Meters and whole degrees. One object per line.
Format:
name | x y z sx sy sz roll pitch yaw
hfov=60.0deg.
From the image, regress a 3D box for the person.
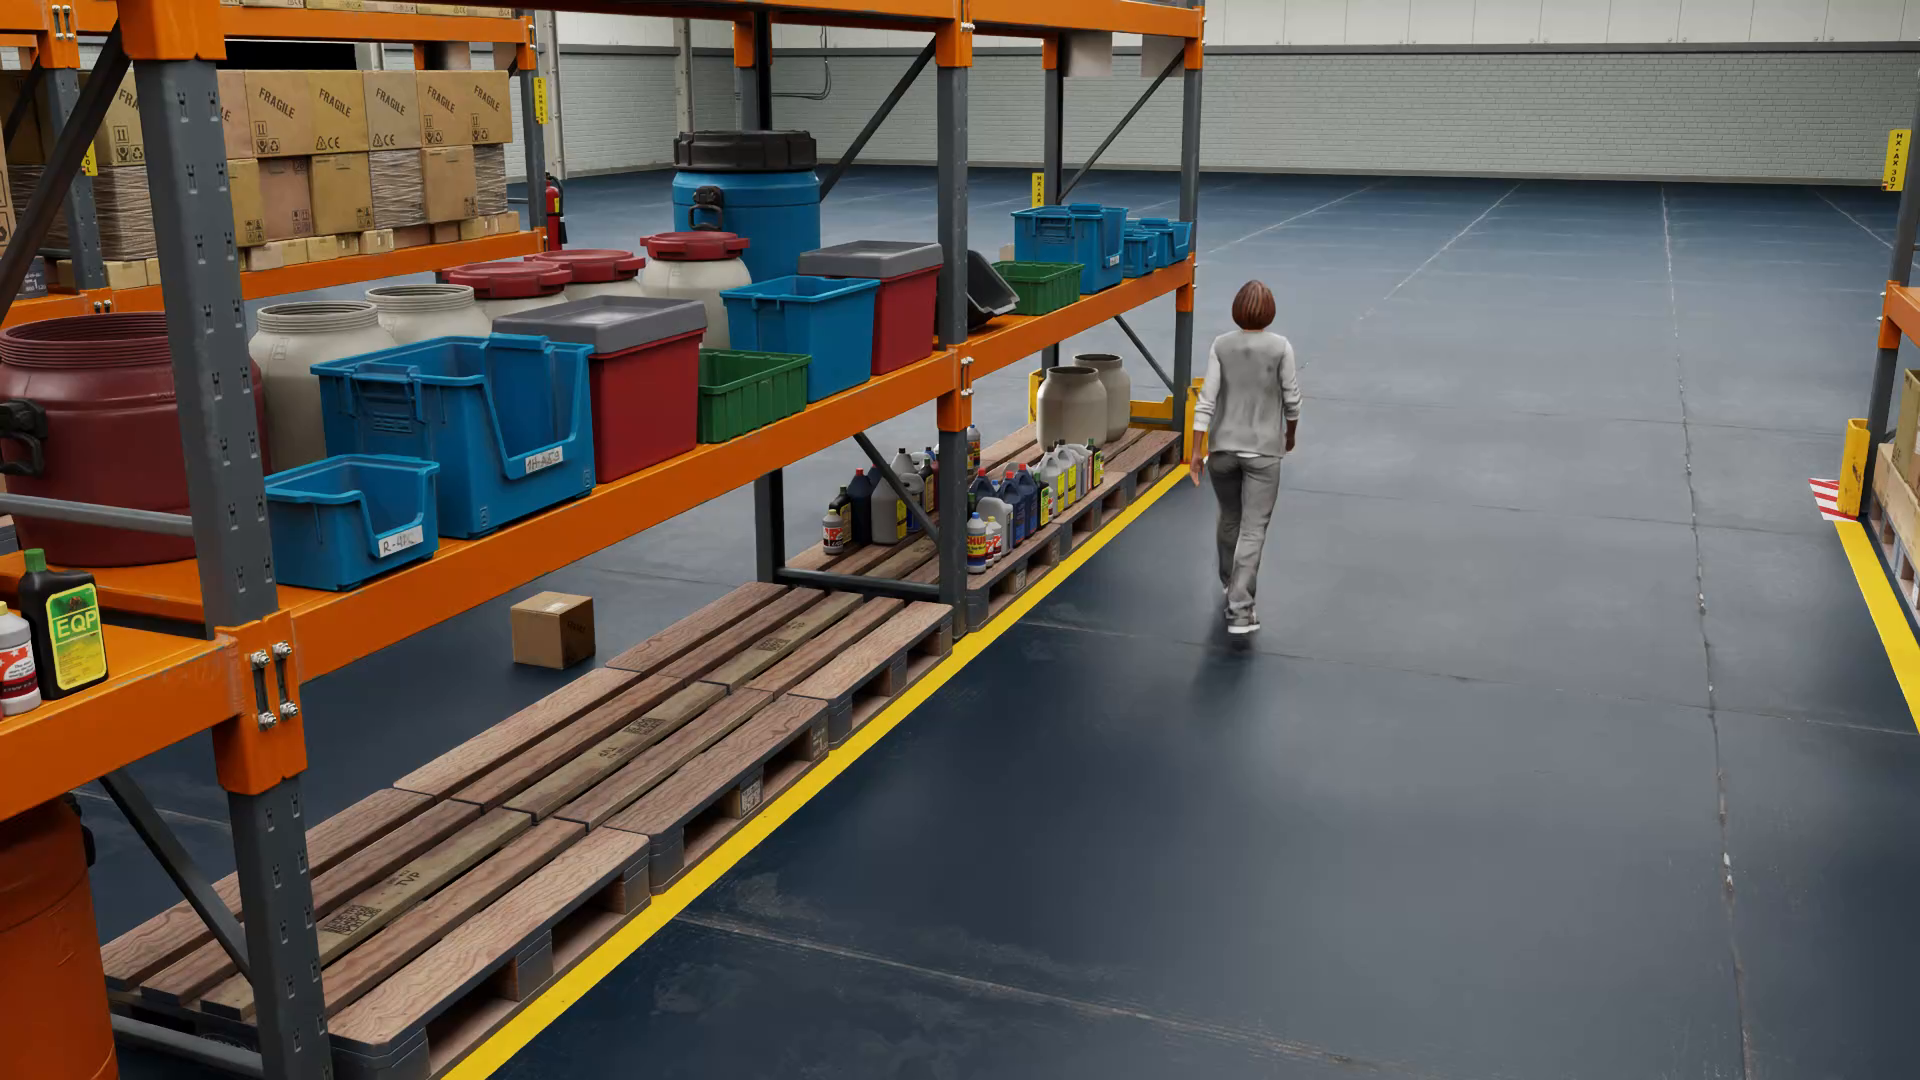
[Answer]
person | 1.290 -0.407 7.496 0.434 1.527 0.956 7 17 24
